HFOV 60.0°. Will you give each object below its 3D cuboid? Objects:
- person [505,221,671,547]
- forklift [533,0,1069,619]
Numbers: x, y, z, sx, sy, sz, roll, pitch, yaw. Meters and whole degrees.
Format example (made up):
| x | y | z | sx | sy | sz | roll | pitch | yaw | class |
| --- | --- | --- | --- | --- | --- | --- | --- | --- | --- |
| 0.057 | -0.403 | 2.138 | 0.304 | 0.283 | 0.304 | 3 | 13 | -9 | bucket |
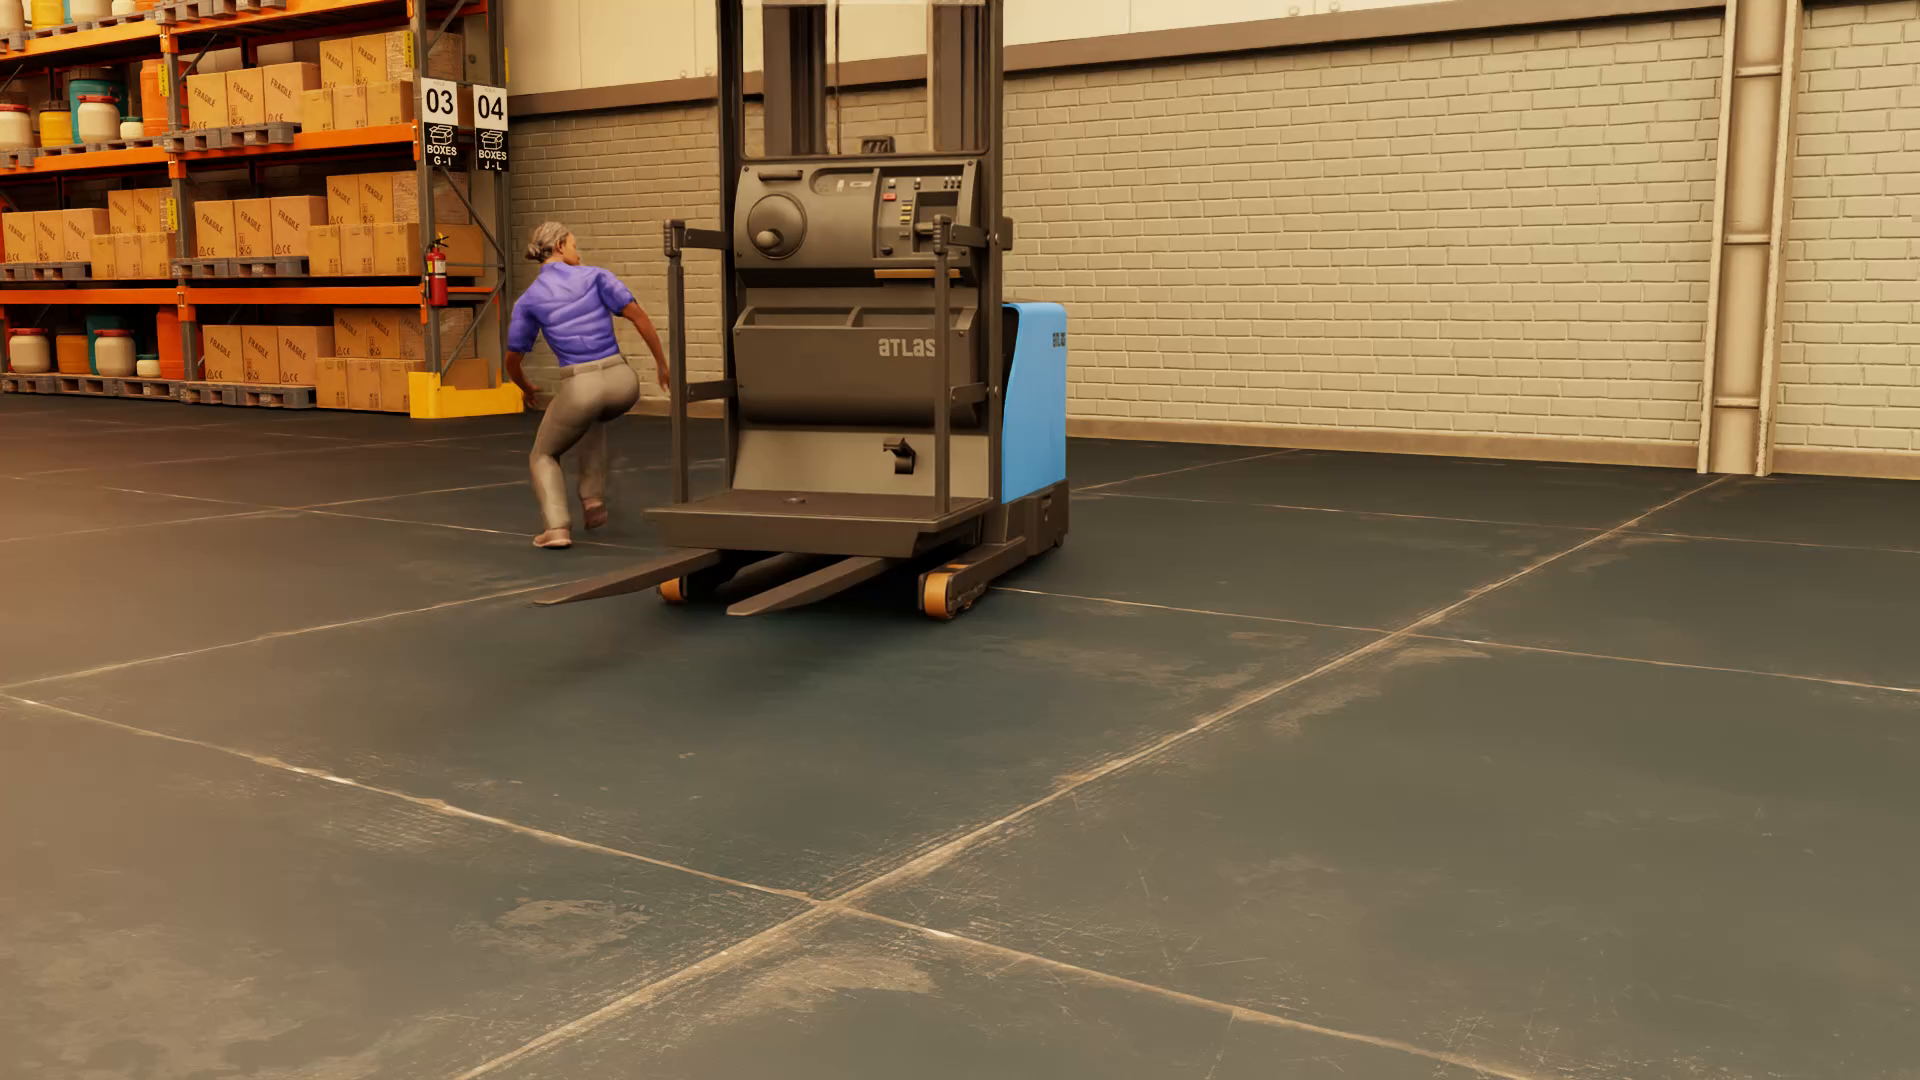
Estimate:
| x | y | z | sx | sy | sz | roll | pitch | yaw | class |
| --- | --- | --- | --- | --- | --- | --- | --- | --- | --- |
| -1.700 | -0.705 | 7.537 | 0.687 | 1.453 | 0.699 | -4 | 9 | -28 | person |
| -0.453 | -1.242 | 5.925 | 1.130 | 2.935 | 3.031 | 3 | 8 | 17 | forklift |
